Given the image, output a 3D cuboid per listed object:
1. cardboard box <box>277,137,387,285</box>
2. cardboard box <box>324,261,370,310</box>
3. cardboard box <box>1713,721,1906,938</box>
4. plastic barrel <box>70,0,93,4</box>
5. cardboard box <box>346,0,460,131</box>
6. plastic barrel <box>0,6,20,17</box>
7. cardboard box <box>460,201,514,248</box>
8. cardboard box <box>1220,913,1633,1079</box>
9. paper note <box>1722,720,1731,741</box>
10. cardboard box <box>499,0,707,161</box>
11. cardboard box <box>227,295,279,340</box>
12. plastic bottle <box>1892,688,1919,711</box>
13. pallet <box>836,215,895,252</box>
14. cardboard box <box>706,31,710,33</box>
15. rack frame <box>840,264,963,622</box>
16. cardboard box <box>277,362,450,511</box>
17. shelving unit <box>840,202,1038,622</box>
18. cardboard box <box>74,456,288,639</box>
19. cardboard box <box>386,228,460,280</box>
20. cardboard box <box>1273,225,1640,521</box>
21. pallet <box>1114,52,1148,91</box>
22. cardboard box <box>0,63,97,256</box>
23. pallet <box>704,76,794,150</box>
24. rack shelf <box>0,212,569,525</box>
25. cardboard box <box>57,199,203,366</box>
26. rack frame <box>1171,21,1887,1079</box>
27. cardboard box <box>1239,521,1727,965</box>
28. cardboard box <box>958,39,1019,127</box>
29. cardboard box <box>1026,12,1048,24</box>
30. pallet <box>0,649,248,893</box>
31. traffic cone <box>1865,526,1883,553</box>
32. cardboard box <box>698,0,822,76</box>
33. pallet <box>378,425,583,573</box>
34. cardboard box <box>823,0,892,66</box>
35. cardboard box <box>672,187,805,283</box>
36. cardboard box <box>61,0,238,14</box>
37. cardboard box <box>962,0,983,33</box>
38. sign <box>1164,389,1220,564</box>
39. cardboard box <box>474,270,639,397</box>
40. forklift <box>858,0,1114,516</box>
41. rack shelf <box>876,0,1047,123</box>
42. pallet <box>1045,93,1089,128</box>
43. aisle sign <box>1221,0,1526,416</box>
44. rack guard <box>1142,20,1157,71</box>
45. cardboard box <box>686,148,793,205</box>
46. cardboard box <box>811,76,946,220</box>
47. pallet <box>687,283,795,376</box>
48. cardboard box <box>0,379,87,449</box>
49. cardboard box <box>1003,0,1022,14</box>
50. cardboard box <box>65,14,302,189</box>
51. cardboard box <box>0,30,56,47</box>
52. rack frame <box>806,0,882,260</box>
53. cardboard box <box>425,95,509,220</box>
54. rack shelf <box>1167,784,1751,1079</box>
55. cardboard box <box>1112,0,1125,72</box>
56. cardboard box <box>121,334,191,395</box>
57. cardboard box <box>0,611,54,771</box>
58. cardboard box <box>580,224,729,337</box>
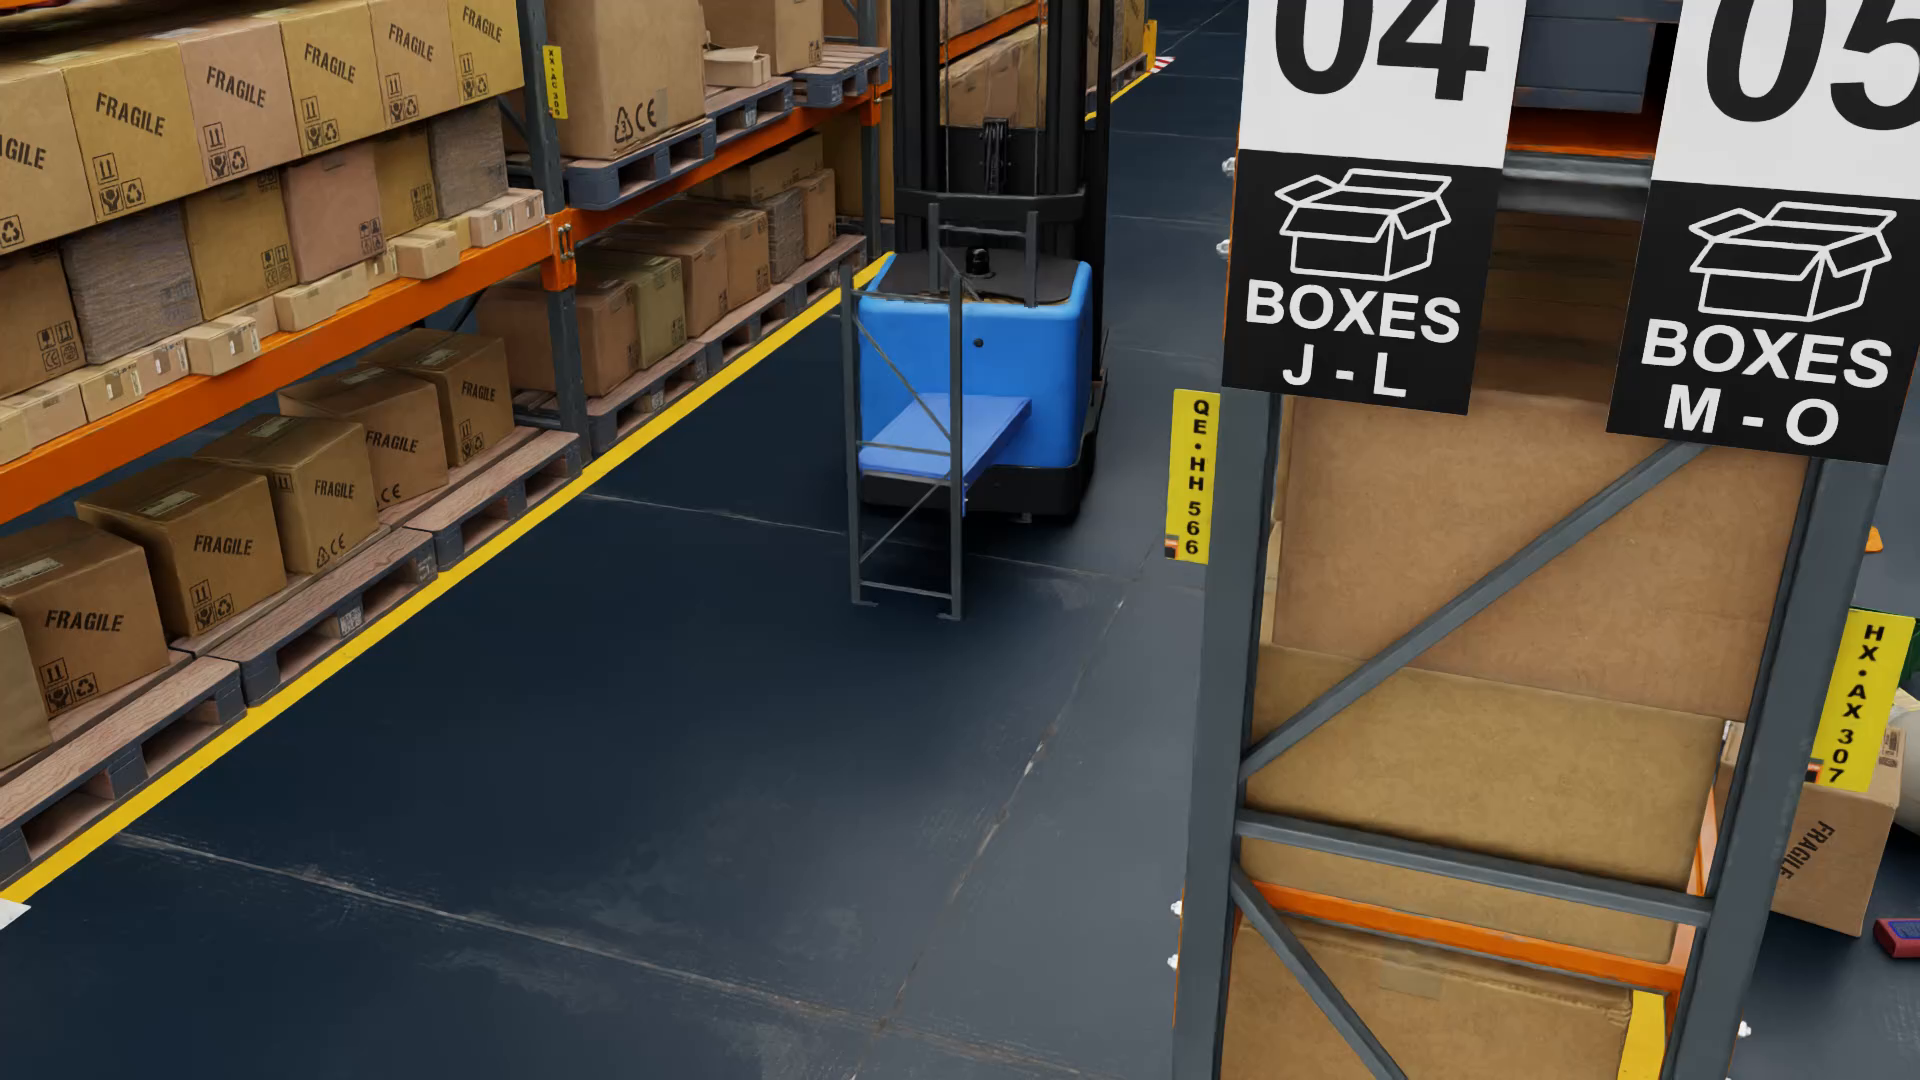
[{"bbox_3d":[-2.867,-1.383,6.708,0.875,0.500,0.500,9,27,17],"label":"cardboard box"},{"bbox_3d":[-2.645,-1.050,6.764,0.380,0.149,0.250,9,27,17],"label":"cardboard box"},{"bbox_3d":[2.707,0.871,5.374,0.500,0.500,0.500,14,29,26],"label":"cardboard box"},{"bbox_3d":[-6.008,-3.586,11.586,0.421,0.512,0.421,0,26,0],"label":"plastic barrel"},{"bbox_3d":[-2.443,-1.999,6.833,0.500,0.500,0.500,9,27,17],"label":"cardboard box"},{"bbox_3d":[-6.289,-3.243,10.849,0.433,0.535,0.433,0,26,0],"label":"plastic barrel"},{"bbox_3d":[-2.274,-1.455,7.601,0.380,0.149,0.250,9,27,17],"label":"cardboard box"},{"bbox_3d":[1.088,1.083,4.027,0.875,0.875,0.875,9,27,18],"label":"cardboard box"},{"bbox_3d":[2.886,0.704,6.260,0.147,0.020,0.142,-9,27,-18],"label":"paper note"},{"bbox_3d":[-1.991,-2.566,8.436,1.000,1.000,1.000,9,27,18],"label":"cardboard box"},{"bbox_3d":[-2.850,-0.850,6.352,0.380,0.149,0.250,9,27,17],"label":"cardboard box"},{"bbox_3d":[3.587,0.615,6.409,0.133,0.061,0.283,-5,26,-9],"label":"plastic bottle"},{"bbox_3d":[-0.723,-2.502,12.675,1.003,0.211,1.213,9,27,17],"label":"pallet"},{"bbox_3d":[-1.831,-2.910,10.009,0.500,0.250,0.500,8,27,16],"label":"cardboard box"},{"bbox_3d":[-0.229,-0.370,6.793,0.500,1.500,0.032,8,27,17],"label":"rack frame"},{"bbox_3d":[-2.742,-0.469,7.663,0.500,0.500,0.500,19,32,34],"label":"cardboard box"},{"bbox_3d":[-0.063,-0.580,7.225,0.538,1.500,1.048,8,27,17],"label":"shelving unit"},{"bbox_3d":[-3.102,0.020,6.653,0.500,0.500,0.500,11,28,22],"label":"cardboard box"},{"bbox_3d":[-2.392,-1.242,7.161,0.380,0.149,0.250,9,27,17],"label":"cardboard box"},{"bbox_3d":[1.181,-0.335,3.590,0.875,0.550,0.550,9,27,17],"label":"cardboard box"},{"bbox_3d":[1.413,-5.137,18.117,1.003,0.211,1.213,9,27,17],"label":"pallet"},{"bbox_3d":[-3.106,-1.176,5.134,0.500,0.500,0.500,9,27,17],"label":"cardboard box"},{"bbox_3d":[-1.677,-2.538,9.771,1.003,0.211,1.213,9,27,17],"label":"pallet"},{"bbox_3d":[-3.053,-0.655,6.485,1.077,0.370,4.000,9,27,17],"label":"rack shelf"},{"bbox_3d":[-3.250,-0.980,5.875,0.875,0.500,0.500,9,27,17],"label":"cardboard box"},{"bbox_3d":[0.925,0.604,3.060,1.000,3.000,0.127,9,27,17],"label":"rack frame"},{"bbox_3d":[1.006,0.378,3.356,0.875,0.550,0.550,9,27,17],"label":"cardboard box"},{"bbox_3d":[-0.216,-3.687,13.880,1.225,0.875,0.875,8,27,16],"label":"cardboard box"},{"bbox_3d":[0.569,-4.580,15.724,0.875,0.875,0.875,9,27,17],"label":"cardboard box"},{"bbox_3d":[-3.390,0.739,5.982,1.003,0.211,1.213,9,27,17],"label":"pallet"},{"bbox_3d":[4.126,-0.230,7.694,0.336,0.463,0.334,9,27,17],"label":"traffic cone"},{"bbox_3d":[-1.290,-3.206,10.334,0.700,0.500,0.500,13,29,25],"label":"cardboard box"},{"bbox_3d":[-2.578,-0.264,8.053,1.003,0.211,1.213,9,27,17],"label":"pallet"},{"bbox_3d":[-0.638,-3.649,11.730,0.500,0.500,0.500,10,27,19],"label":"cardboard box"},{"bbox_3d":[-1.433,-2.009,10.821,0.700,0.500,0.500,6,27,13],"label":"cardboard box"},{"bbox_3d":[-3.109,-1.870,6.567,0.500,0.500,0.500,9,27,17],"label":"cardboard box"},{"bbox_3d":[-0.133,-4.278,13.028,0.500,0.500,0.500,9,27,18],"label":"cardboard box"},{"bbox_3d":[0.418,-0.108,2.930,0.100,0.325,0.005,9,27,17],"label":"sign"},{"bbox_3d":[-2.163,-1.122,8.990,0.700,0.500,0.500,7,27,13],"label":"cardboard box"},{"bbox_3d":[0.240,-2.048,8.617,1.130,2.935,3.031,4,26,7],"label":"forklift"},{"bbox_3d":[-0.391,-3.942,13.275,1.077,0.370,4.000,9,27,17],"label":"rack shelf"},{"bbox_3d":[0.601,-4.134,16.046,1.003,0.211,1.213,9,27,17],"label":"pallet"},{"bbox_3d":[0.618,-0.580,2.523,0.394,0.787,0.004,9,27,17],"label":"aisle sign"},{"bbox_3d":[1.614,-5.616,18.776,1.175,0.500,0.348,9,27,17],"label":"rack guard"},{"bbox_3d":[-1.418,-2.355,10.676,0.500,0.250,0.500,12,28,23],"label":"cardboard box"},{"bbox_3d":[-0.807,-2.957,12.372,1.225,0.875,0.875,7,27,15],"label":"cardboard box"},{"bbox_3d":[-1.726,-1.368,10.334,1.003,0.211,1.213,9,27,17],"label":"pallet"},{"bbox_3d":[-3.137,-0.432,5.489,0.380,0.149,0.250,9,27,17],"label":"cardboard box"},{"bbox_3d":[0.205,-4.699,13.898,0.500,0.500,0.500,10,27,19],"label":"cardboard box"},{"bbox_3d":[-2.780,-1.588,5.985,0.500,0.500,0.500,9,27,17],"label":"cardboard box"},{"bbox_3d":[-3.439,-1.459,5.717,0.500,0.500,0.500,9,27,17],"label":"cardboard box"},{"bbox_3d":[-1.057,-3.444,11.421,1.000,3.000,0.127,9,27,17],"label":"rack frame"},{"bbox_3d":[-2.596,-1.803,7.576,0.875,0.500,0.500,9,27,17],"label":"cardboard box"},{"bbox_3d":[1.590,0.106,4.914,1.077,0.370,4.000,9,27,17],"label":"rack shelf"},{"bbox_3d":[1.165,-5.316,17.243,0.875,0.875,0.875,9,27,17],"label":"cardboard box"},{"bbox_3d":[-2.989,-0.641,5.919,0.380,0.149,0.250,9,27,17],"label":"cardboard box"},{"bbox_3d":[-3.495,0.525,5.609,0.500,0.500,0.500,14,29,27],"label":"cardboard box"},{"bbox_3d":[-1.801,-1.546,9.864,0.700,0.500,0.500,6,27,13],"label":"cardboard box"}]
